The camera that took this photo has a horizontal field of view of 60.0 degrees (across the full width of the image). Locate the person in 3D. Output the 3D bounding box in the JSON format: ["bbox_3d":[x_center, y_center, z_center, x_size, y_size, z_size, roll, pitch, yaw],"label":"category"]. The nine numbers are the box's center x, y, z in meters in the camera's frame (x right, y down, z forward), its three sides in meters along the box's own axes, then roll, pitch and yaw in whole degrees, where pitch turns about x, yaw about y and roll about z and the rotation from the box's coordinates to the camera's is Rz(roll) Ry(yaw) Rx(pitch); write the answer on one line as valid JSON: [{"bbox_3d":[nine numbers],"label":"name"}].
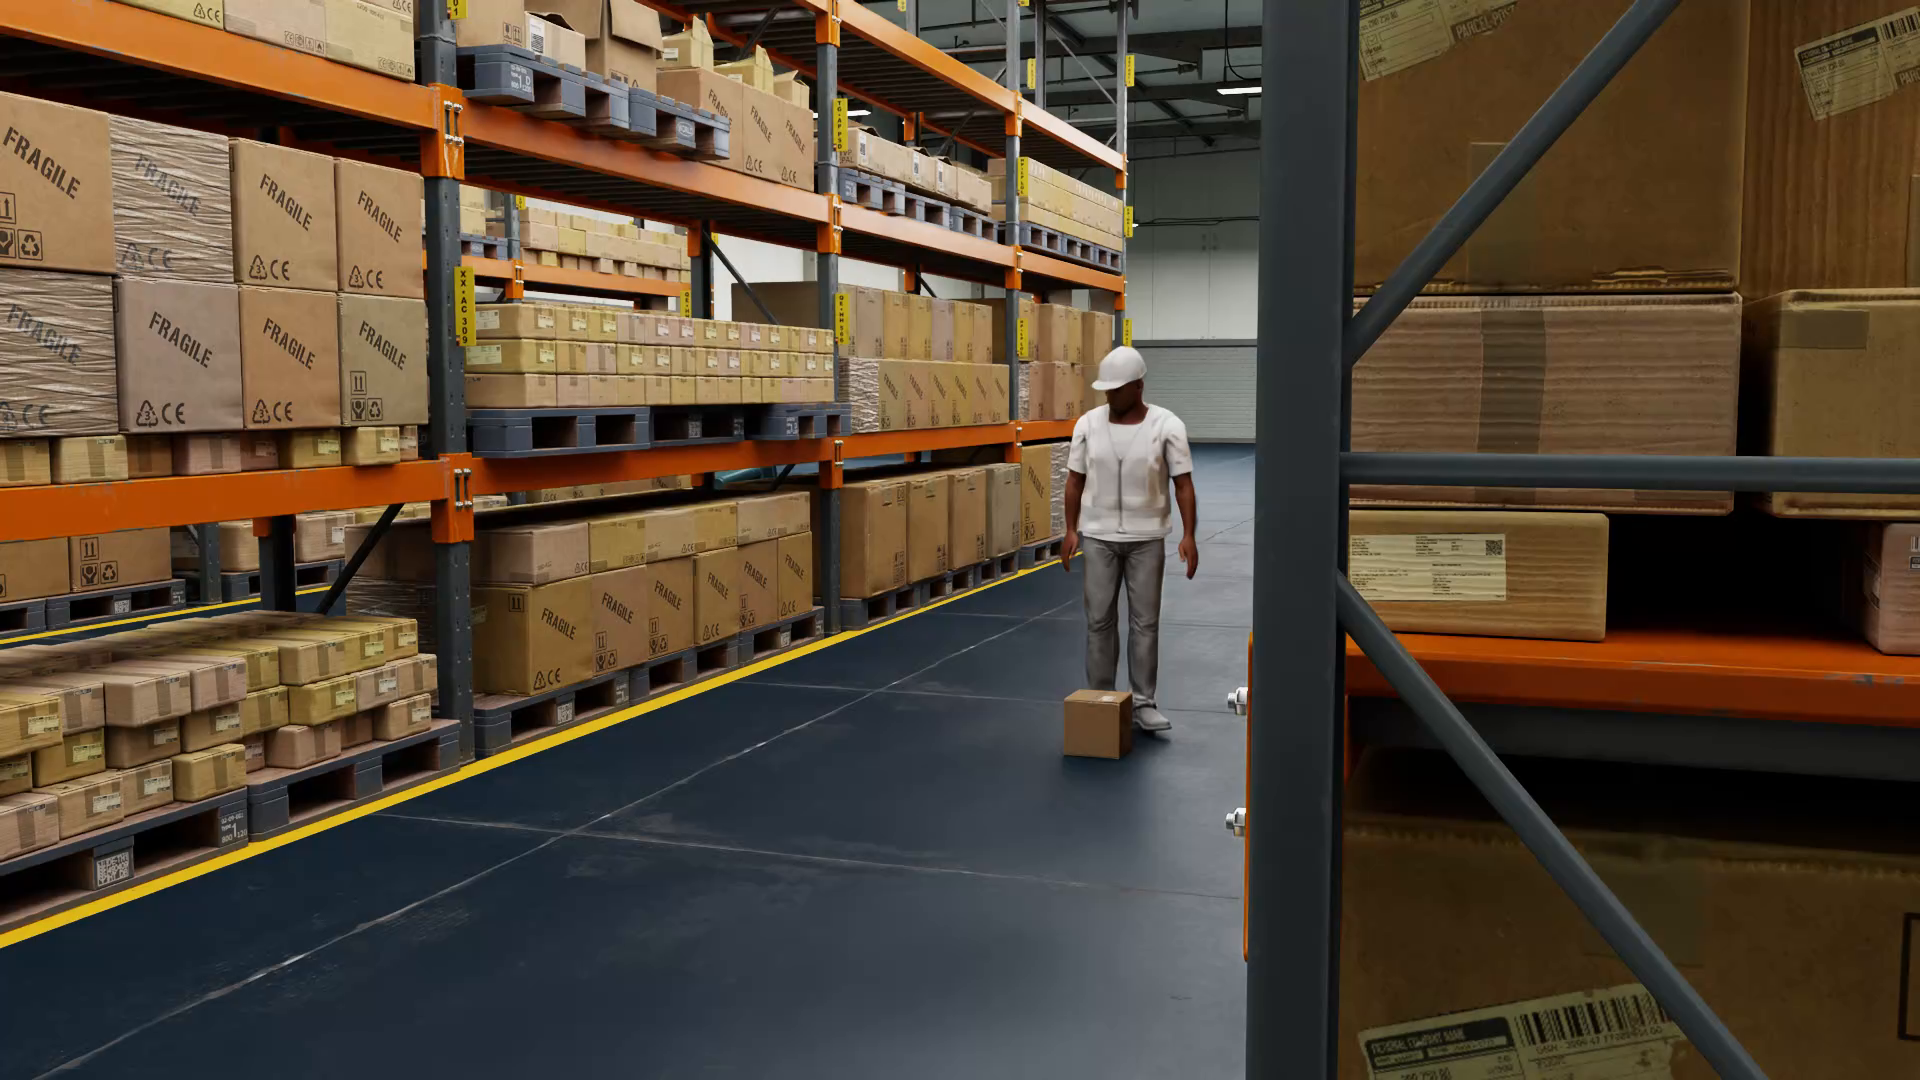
[{"bbox_3d":[0.783,-0.002,7.703,0.650,1.772,0.379,1,5,12],"label":"person"}]
